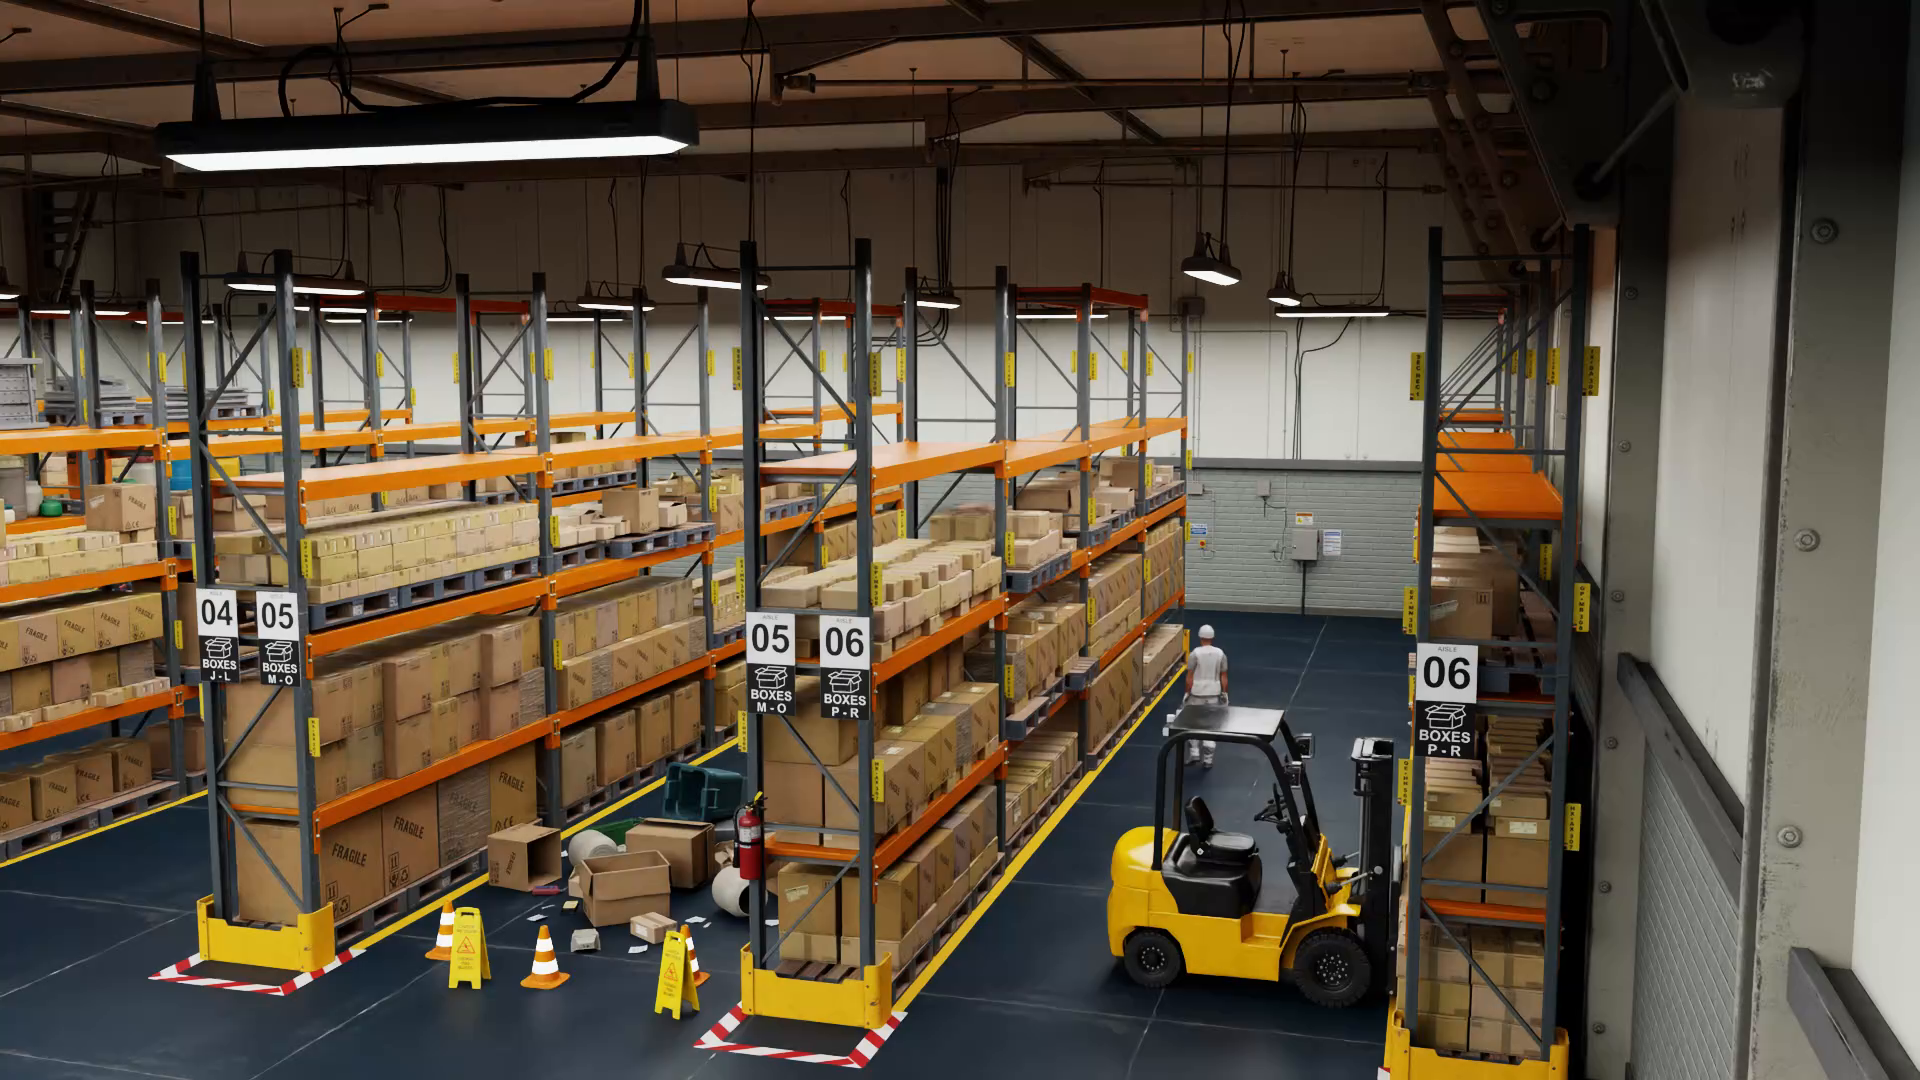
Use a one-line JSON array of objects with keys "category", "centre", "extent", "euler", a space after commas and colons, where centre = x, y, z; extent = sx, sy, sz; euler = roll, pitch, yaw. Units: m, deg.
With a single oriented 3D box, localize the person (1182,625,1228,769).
[{"category": "person", "centre": [3.066, 1.957, 20.812], "extent": [0.593, 1.802, 0.403], "euler": [-1, 6, -9]}]
